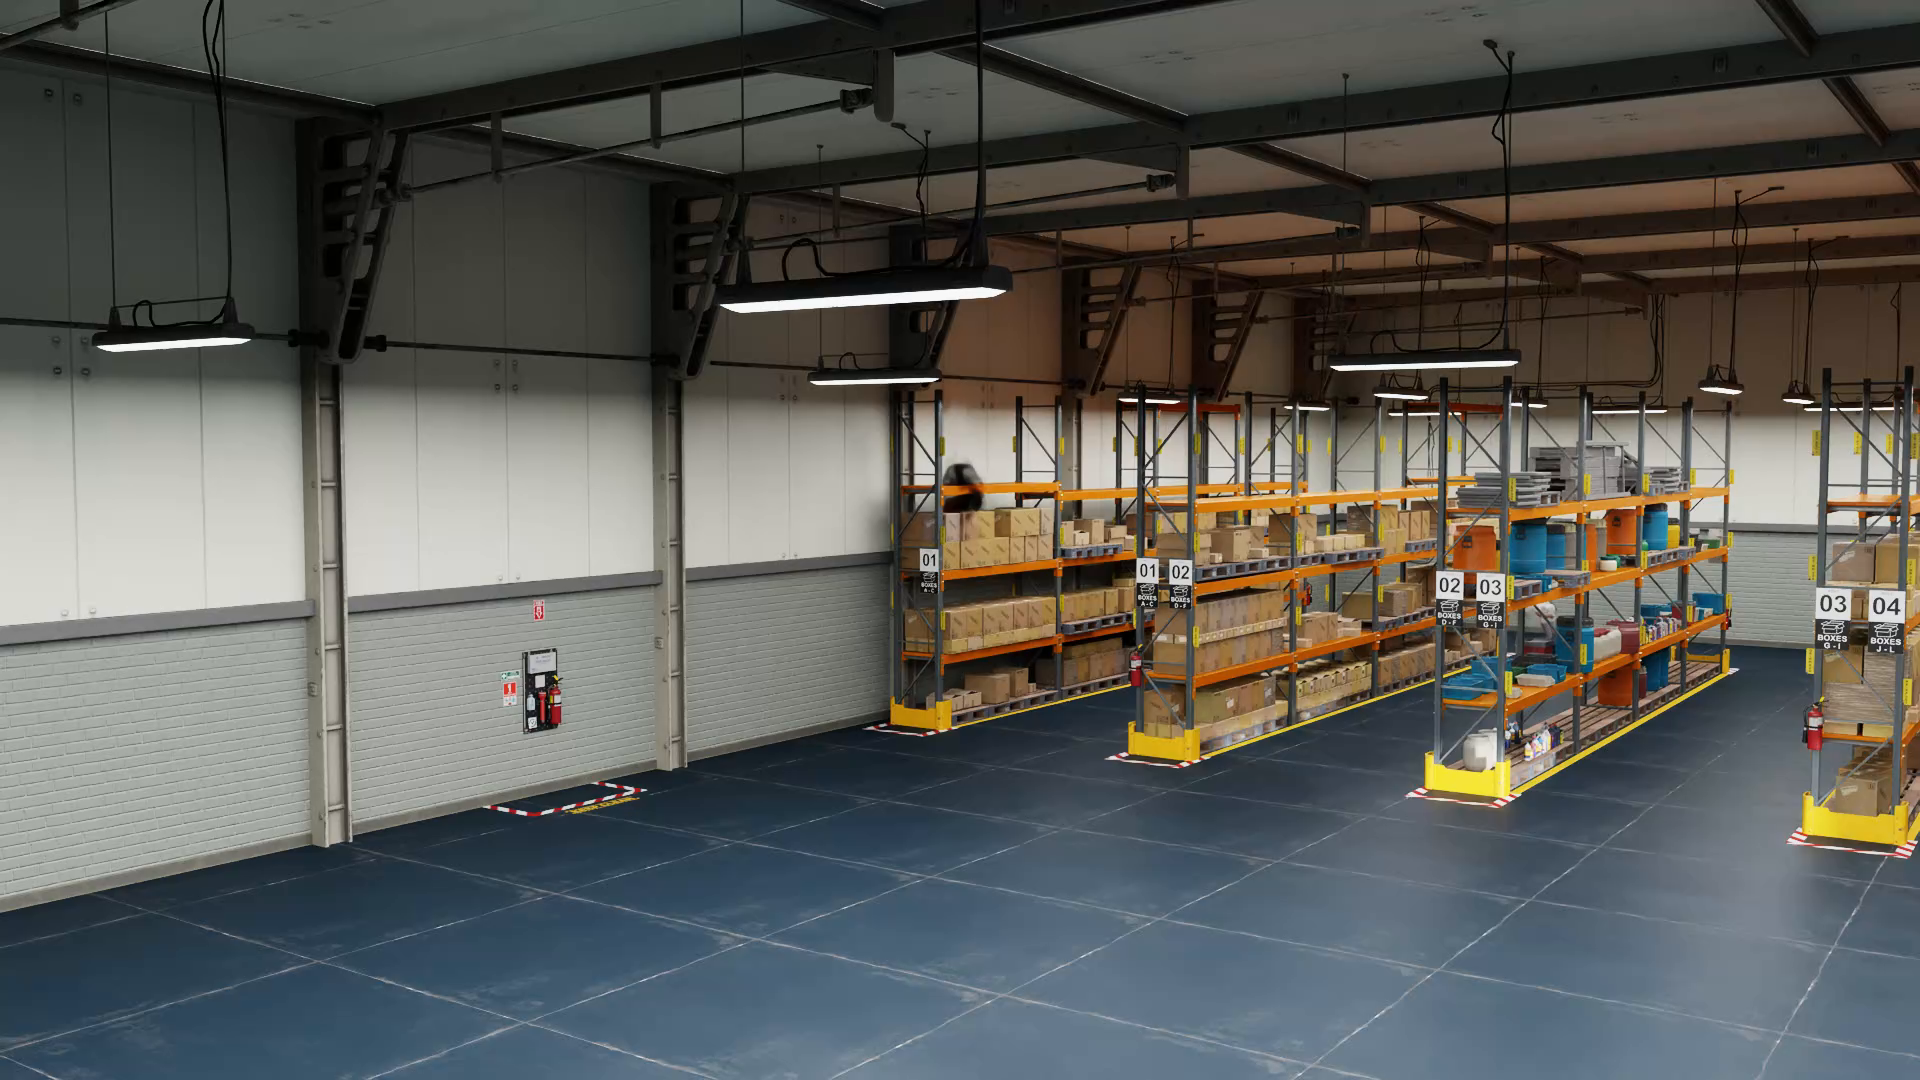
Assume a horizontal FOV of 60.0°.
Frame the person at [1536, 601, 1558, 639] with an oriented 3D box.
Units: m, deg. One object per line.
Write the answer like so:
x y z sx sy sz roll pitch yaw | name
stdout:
13.974 1.957 39.410 0.651 1.659 0.727 -1 3 -20 | person
